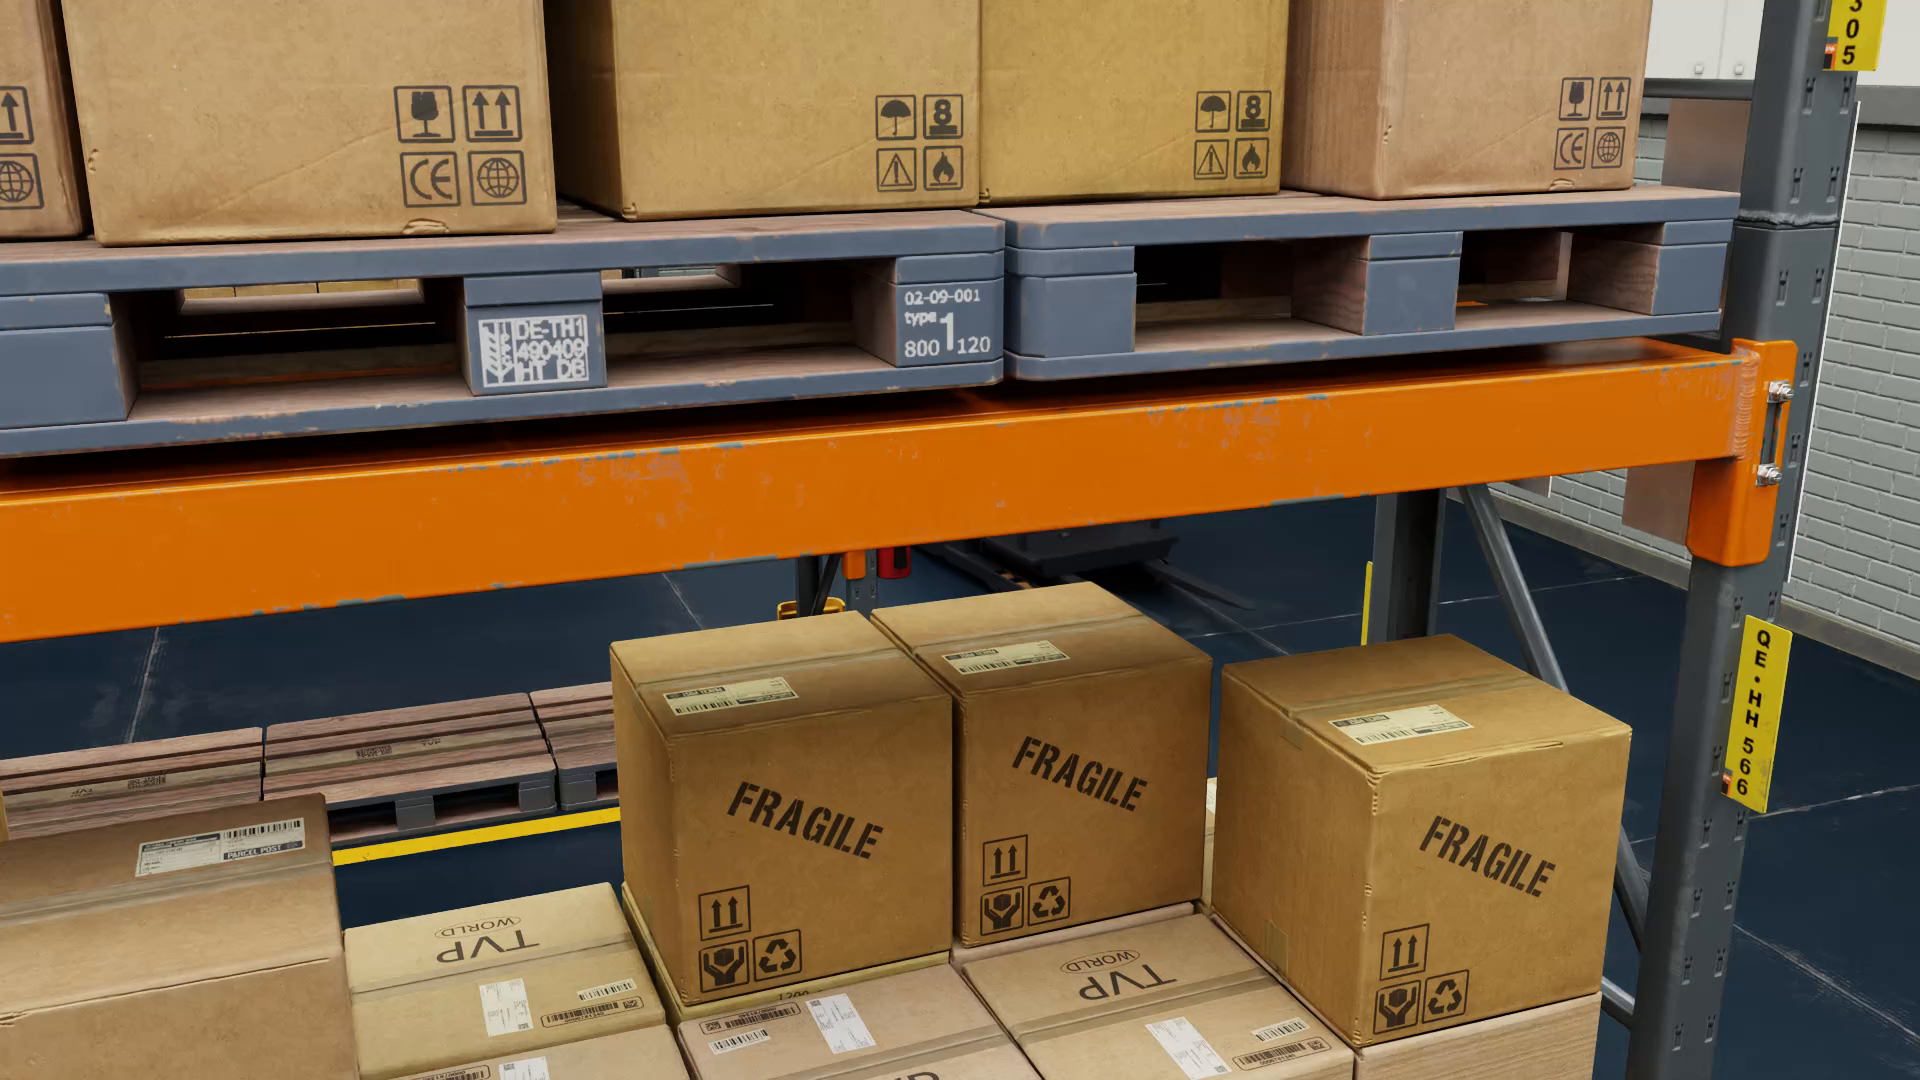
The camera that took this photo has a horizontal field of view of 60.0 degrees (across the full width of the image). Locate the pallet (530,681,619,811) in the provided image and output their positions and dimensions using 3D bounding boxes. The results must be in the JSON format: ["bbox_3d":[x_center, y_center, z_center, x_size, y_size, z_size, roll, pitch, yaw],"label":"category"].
[{"bbox_3d":[-1.400,0.926,8.069,1.213,0.211,1.003,-6,17,-20],"label":"pallet"}]

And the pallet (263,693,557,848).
[{"bbox_3d":[-2.538,1.048,7.654,1.213,0.211,1.003,-6,17,-20],"label":"pallet"}]

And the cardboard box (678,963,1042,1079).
[{"bbox_3d":[-0.151,0.969,2.714,0.500,0.250,0.500,-7,18,-22],"label":"cardboard box"}]

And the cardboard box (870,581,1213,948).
[{"bbox_3d":[0.144,0.416,3.266,0.500,0.500,0.500,-7,18,-21],"label":"cardboard box"}]

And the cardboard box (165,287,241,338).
[{"bbox_3d":[-3.982,-1.663,11.761,3.026,0.500,1.079,-6,17,-19],"label":"cardboard box"}]

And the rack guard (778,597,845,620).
[{"bbox_3d":[-0.599,0.709,8.297,0.348,0.500,1.175,-6,17,-20],"label":"rack guard"}]

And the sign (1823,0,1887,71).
[{"bbox_3d":[1.337,-0.863,2.460,0.005,0.325,0.100,-6,17,-20],"label":"sign"}]

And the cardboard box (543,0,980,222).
[{"bbox_3d":[-0.345,-0.762,2.445,0.500,0.500,0.700,-7,18,-24],"label":"cardboard box"}]

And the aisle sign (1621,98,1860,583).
[{"bbox_3d":[1.330,-0.357,2.877,0.004,0.787,0.394,-6,17,-20],"label":"aisle sign"}]

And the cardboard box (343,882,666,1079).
[{"bbox_3d":[-0.828,0.883,3.006,0.500,0.250,0.500,-7,18,-21],"label":"cardboard box"}]

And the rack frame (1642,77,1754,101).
[{"bbox_3d":[1.157,-2.059,2.639,0.053,2.616,0.949,-6,17,-20],"label":"rack frame"}]

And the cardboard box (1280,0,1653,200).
[{"bbox_3d":[0.690,-0.852,2.751,0.500,0.500,0.700,-7,18,-23],"label":"cardboard box"}]

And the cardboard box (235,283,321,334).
[{"bbox_3d":[-4.602,-1.515,11.256,0.500,0.500,0.500,-6,17,-20],"label":"cardboard box"}]

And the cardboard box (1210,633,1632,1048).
[{"bbox_3d":[0.795,0.506,2.958,0.500,0.500,0.500,-6,17,-19],"label":"cardboard box"}]

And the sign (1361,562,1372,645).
[{"bbox_3d":[0.963,0.219,3.853,0.005,0.325,0.100,-6,17,-20],"label":"sign"}]

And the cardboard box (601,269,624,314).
[{"bbox_3d":[-2.706,-1.719,11.952,0.500,0.500,0.500,-6,17,-18],"label":"cardboard box"}]

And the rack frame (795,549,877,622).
[{"bbox_3d":[-0.616,-0.485,7.925,0.127,3.000,1.000,-6,17,-20],"label":"rack frame"}]

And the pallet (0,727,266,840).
[{"bbox_3d":[-3.679,1.172,7.232,1.213,0.211,1.003,-6,17,-20],"label":"pallet"}]

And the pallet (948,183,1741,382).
[{"bbox_3d":[0.467,-0.501,2.813,1.213,0.211,1.003,-6,17,-20],"label":"pallet"}]

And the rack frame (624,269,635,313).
[{"bbox_3d":[-2.387,-1.789,12.367,0.053,2.616,0.949,-6,17,-20],"label":"rack frame"}]

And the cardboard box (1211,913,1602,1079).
[{"bbox_3d":[0.798,0.866,3.062,0.500,0.250,0.500,-6,18,-21],"label":"cardboard box"}]

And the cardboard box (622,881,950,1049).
[{"bbox_3d":[-0.342,0.829,3.190,0.500,0.250,0.500,-7,18,-22],"label":"cardboard box"}]

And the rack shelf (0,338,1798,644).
[{"bbox_3d":[-0.712,-0.074,2.479,4.000,0.370,1.077,-6,17,-20],"label":"rack shelf"}]

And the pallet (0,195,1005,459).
[{"bbox_3d":[-0.674,-0.377,2.391,1.213,0.211,1.003,-6,17,-20],"label":"pallet"}]

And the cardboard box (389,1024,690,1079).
[{"bbox_3d":[-0.636,1.022,2.531,0.500,0.250,0.500,-6,17,-20],"label":"cardboard box"}]

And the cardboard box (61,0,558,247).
[{"bbox_3d":[-0.827,-0.678,2.159,0.500,0.500,0.700,-5,17,-18],"label":"cardboard box"}]

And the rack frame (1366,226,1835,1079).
[{"bbox_3d":[1.156,0.819,3.487,0.127,3.000,1.000,-6,17,-20],"label":"rack frame"}]

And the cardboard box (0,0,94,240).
[{"bbox_3d":[-1.366,-0.663,2.107,0.500,0.500,0.700,-5,17,-17],"label":"cardboard box"}]

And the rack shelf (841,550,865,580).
[{"bbox_3d":[-2.484,0.062,7.340,4.000,0.370,1.077,-6,17,-20],"label":"rack shelf"}]

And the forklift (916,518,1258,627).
[{"bbox_3d":[0.677,-1.133,10.253,1.130,2.935,3.031,-9,19,-28],"label":"forklift"}]

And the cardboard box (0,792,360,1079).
[{"bbox_3d":[-1.094,0.709,2.268,0.500,0.500,0.500,-7,18,-22],"label":"cardboard box"}]

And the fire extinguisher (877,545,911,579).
[{"bbox_3d":[-0.313,-0.164,7.633,0.183,0.674,0.296,-6,17,-20],"label":"fire extinguisher"}]

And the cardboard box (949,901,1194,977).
[{"bbox_3d":[0.128,0.779,3.359,0.500,0.250,0.500,-6,18,-21],"label":"cardboard box"}]

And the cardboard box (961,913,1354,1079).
[{"bbox_3d":[0.324,0.917,2.889,0.500,0.250,0.500,-6,18,-21],"label":"cardboard box"}]
